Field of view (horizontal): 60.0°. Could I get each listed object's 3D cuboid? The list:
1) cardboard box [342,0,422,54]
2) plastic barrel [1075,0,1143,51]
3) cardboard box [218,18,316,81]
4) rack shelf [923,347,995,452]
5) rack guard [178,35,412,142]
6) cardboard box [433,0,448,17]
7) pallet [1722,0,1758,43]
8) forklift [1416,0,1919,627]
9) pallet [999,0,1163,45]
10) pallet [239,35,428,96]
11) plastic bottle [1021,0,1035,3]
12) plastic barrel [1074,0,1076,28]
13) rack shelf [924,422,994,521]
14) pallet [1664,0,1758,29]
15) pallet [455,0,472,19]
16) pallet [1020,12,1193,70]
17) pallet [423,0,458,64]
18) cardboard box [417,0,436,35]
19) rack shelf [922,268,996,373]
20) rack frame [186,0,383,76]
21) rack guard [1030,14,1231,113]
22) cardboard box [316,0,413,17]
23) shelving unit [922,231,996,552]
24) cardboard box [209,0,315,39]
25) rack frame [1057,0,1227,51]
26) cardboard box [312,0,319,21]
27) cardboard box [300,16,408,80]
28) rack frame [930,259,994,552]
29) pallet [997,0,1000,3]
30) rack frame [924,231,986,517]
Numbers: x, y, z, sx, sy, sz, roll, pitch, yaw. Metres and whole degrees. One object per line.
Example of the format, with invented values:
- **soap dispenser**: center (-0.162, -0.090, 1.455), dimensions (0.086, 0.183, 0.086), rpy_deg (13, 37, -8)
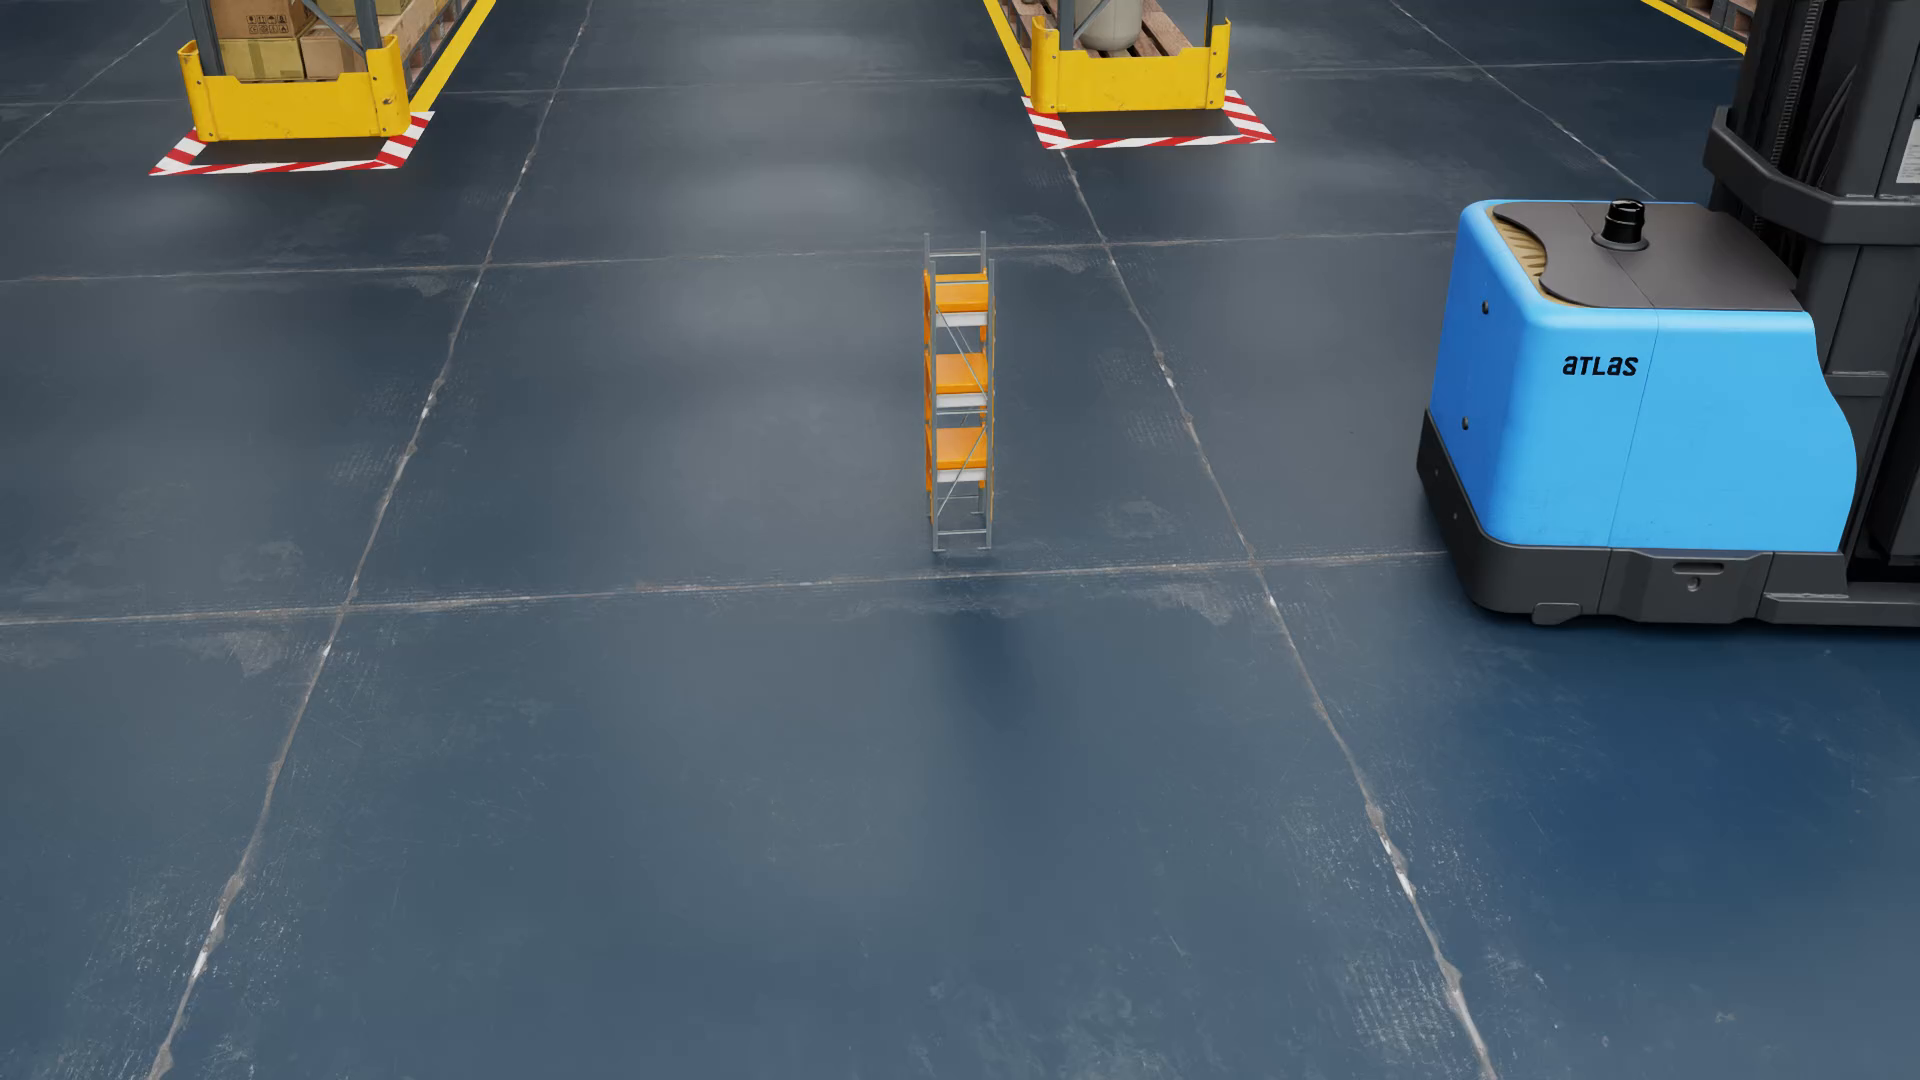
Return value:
- **cardboard box**: center (-3.728, -3.253, 10.543), dimensions (0.500, 0.250, 0.500), rpy_deg (-3, 31, -5)
- **plastic barrel**: center (0.945, -3.394, 10.523), dimensions (0.421, 0.512, 0.421), rpy_deg (0, 31, 0)
- **cardboard box**: center (-4.193, -2.973, 10.074), dimensions (0.500, 0.250, 0.500), rpy_deg (-3, 31, -5)
- **rack shelf**: center (-0.005, -0.469, 5.532), dimensions (0.215, 0.259, 0.240), rpy_deg (-3, 31, -5)
- **rack guard**: center (-3.847, -2.628, 9.663), dimensions (1.175, 0.500, 0.348), rpy_deg (-3, 31, -5)
- **cardboard box**: center (-3.816, -3.764, 11.398), dimensions (0.500, 0.250, 0.500), rpy_deg (-3, 31, -5)
- **pallet**: center (5.966, -3.444, 11.311), dimensions (1.003, 0.211, 1.213), rpy_deg (-3, 31, -5)
- **forklift**: center (3.154, -1.206, 4.911), dimensions (3.031, 2.935, 1.130), rpy_deg (1, 31, 2)
- **pallet**: center (0.848, -3.825, 11.948), dimensions (1.003, 0.211, 1.213), rpy_deg (-3, 31, -5)
- **pallet**: center (-3.962, -2.905, 10.408), dimensions (1.003, 0.211, 1.213), rpy_deg (-3, 31, -5)
- **plastic bottle**: center (0.475, -3.853, 11.576), dimensions (0.097, 0.201, 0.097), rpy_deg (0, 31, 0)
- **plastic barrel**: center (0.898, -3.650, 10.951), dimensions (0.421, 0.512, 0.421), rpy_deg (0, 31, 0)
- **rack shelf**: center (-0.005, -0.230, 5.674), dimensions (0.215, 0.259, 0.240), rpy_deg (-3, 31, -5)
- **pallet**: center (5.856, -4.066, 12.351), dimensions (1.003, 0.211, 1.213), rpy_deg (-3, 31, -5)
- **pallet**: center (-4.190, -4.151, 12.493), dimensions (1.003, 0.211, 1.213), rpy_deg (-3, 31, -5)
- **pallet**: center (0.958, -3.203, 10.907), dimensions (1.003, 0.211, 1.213), rpy_deg (-3, 31, -5)
- **pallet**: center (-4.073, -3.526, 11.448), dimensions (1.003, 0.211, 1.213), rpy_deg (-3, 31, -5)
- **cardboard box**: center (-3.774, -3.508, 10.970), dimensions (0.500, 0.250, 0.500), rpy_deg (-3, 31, -5)
- **rack shelf**: center (-0.005, -0.713, 5.386), dimensions (0.215, 0.259, 0.240), rpy_deg (-3, 31, -5)
- **rack frame**: center (-3.849, -3.714, 9.042), dimensions (1.000, 3.000, 0.127), rpy_deg (-3, 31, -5)
- **rack guard**: center (1.029, -2.912, 10.138), dimensions (1.175, 0.500, 0.348), rpy_deg (-3, 31, -5)
- **cardboard box**: center (-3.726, -3.575, 10.351), dimensions (0.500, 0.500, 0.500), rpy_deg (-3, 31, -5)
- **shelving unit**: center (-0.005, -0.478, 5.527), dimensions (0.215, 1.050, 0.252), rpy_deg (-3, 31, -5)
- **cardboard box**: center (-4.196, -3.295, 9.882), dimensions (0.500, 0.500, 0.500), rpy_deg (-3, 31, -5)
- **rack frame**: center (1.083, -3.949, 9.436), dimensions (1.000, 3.000, 0.127), rpy_deg (-3, 31, -5)
- **cardboard box**: center (-4.252, -3.228, 10.501), dimensions (0.500, 0.250, 0.500), rpy_deg (-3, 31, -5)
- **cardboard box**: center (-3.678, -2.998, 10.116), dimensions (0.500, 0.250, 0.500), rpy_deg (-3, 31, -5)
- **rack frame**: center (0.006, -0.416, 5.422), dimensions (0.200, 1.050, 0.008), rpy_deg (-3, 31, -5)
- **pallet**: center (0.730, -4.449, 12.993), dimensions (1.003, 0.211, 1.213), rpy_deg (-3, 31, -5)
- **rack frame**: center (-0.016, -0.540, 5.631), dimensions (0.200, 1.050, 0.008), rpy_deg (-3, 31, -5)
